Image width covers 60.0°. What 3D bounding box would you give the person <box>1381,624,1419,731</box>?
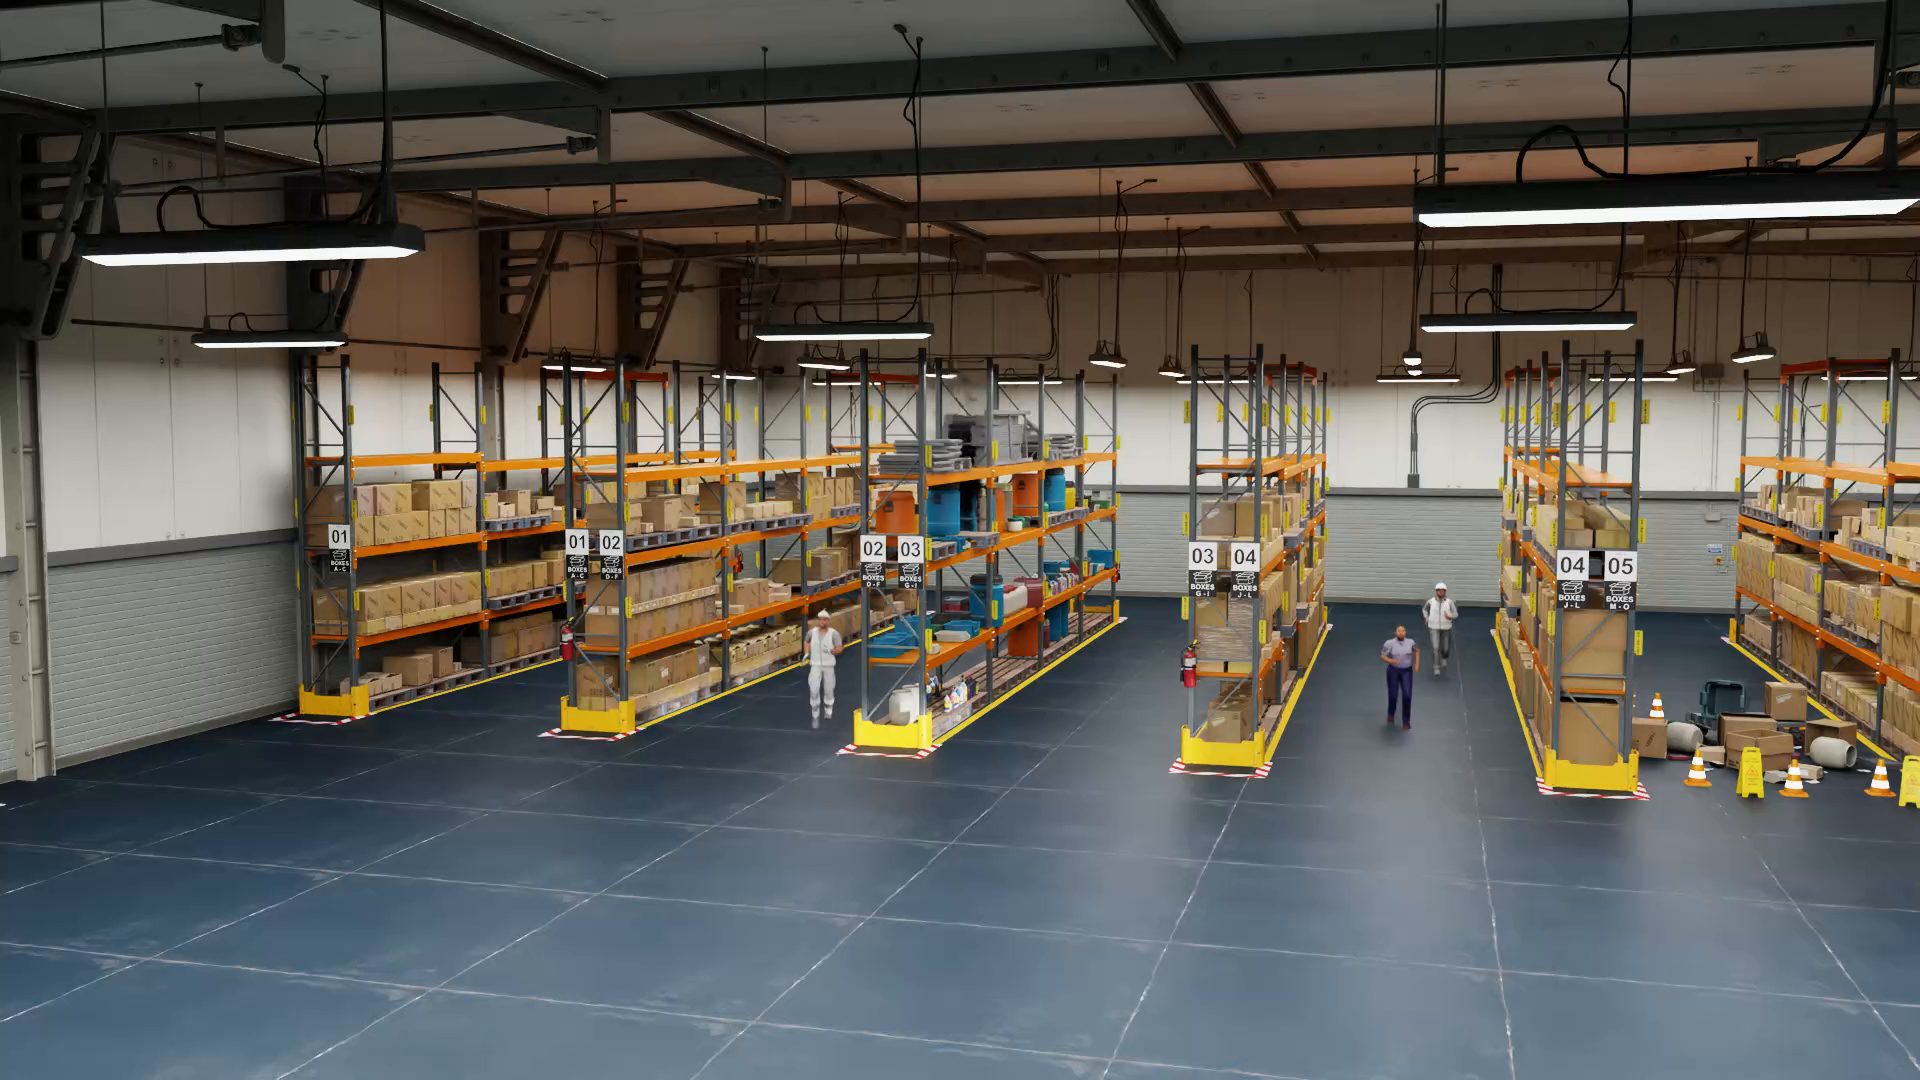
[{"bbox_3d":[7.053,2.199,26.675,0.618,1.725,0.751,1,4,8],"label":"person"}]

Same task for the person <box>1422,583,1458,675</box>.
[{"bbox_3d":[9.293,1.705,32.211,0.667,1.750,0.915,1,4,14],"label":"person"}]

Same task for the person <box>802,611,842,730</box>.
[{"bbox_3d":[-2.159,2.023,26.074,0.641,1.839,0.761,0,4,0],"label":"person"}]
